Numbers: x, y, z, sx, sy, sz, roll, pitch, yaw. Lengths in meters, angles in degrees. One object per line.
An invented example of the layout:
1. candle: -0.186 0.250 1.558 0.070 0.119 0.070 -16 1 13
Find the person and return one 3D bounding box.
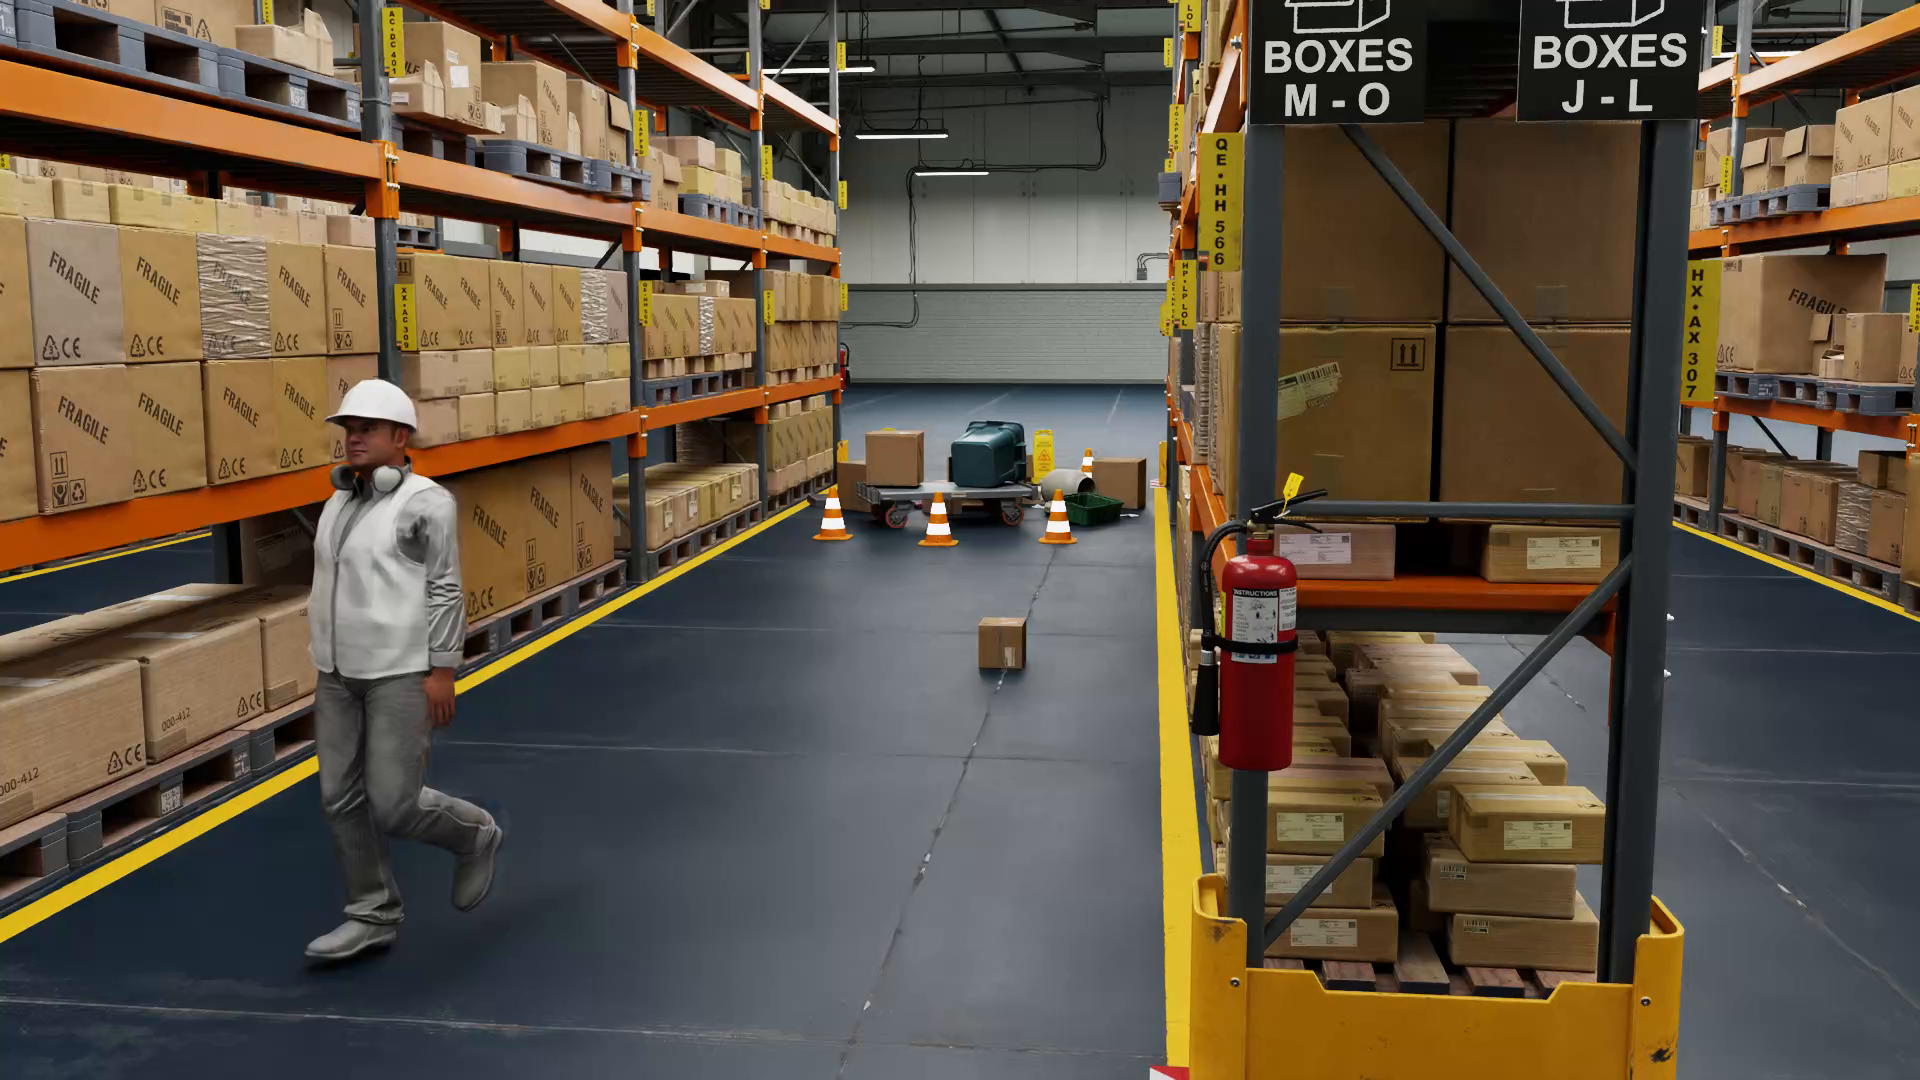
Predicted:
1. person: -1.751 0.386 5.146 0.545 1.759 0.633 4 9 28
